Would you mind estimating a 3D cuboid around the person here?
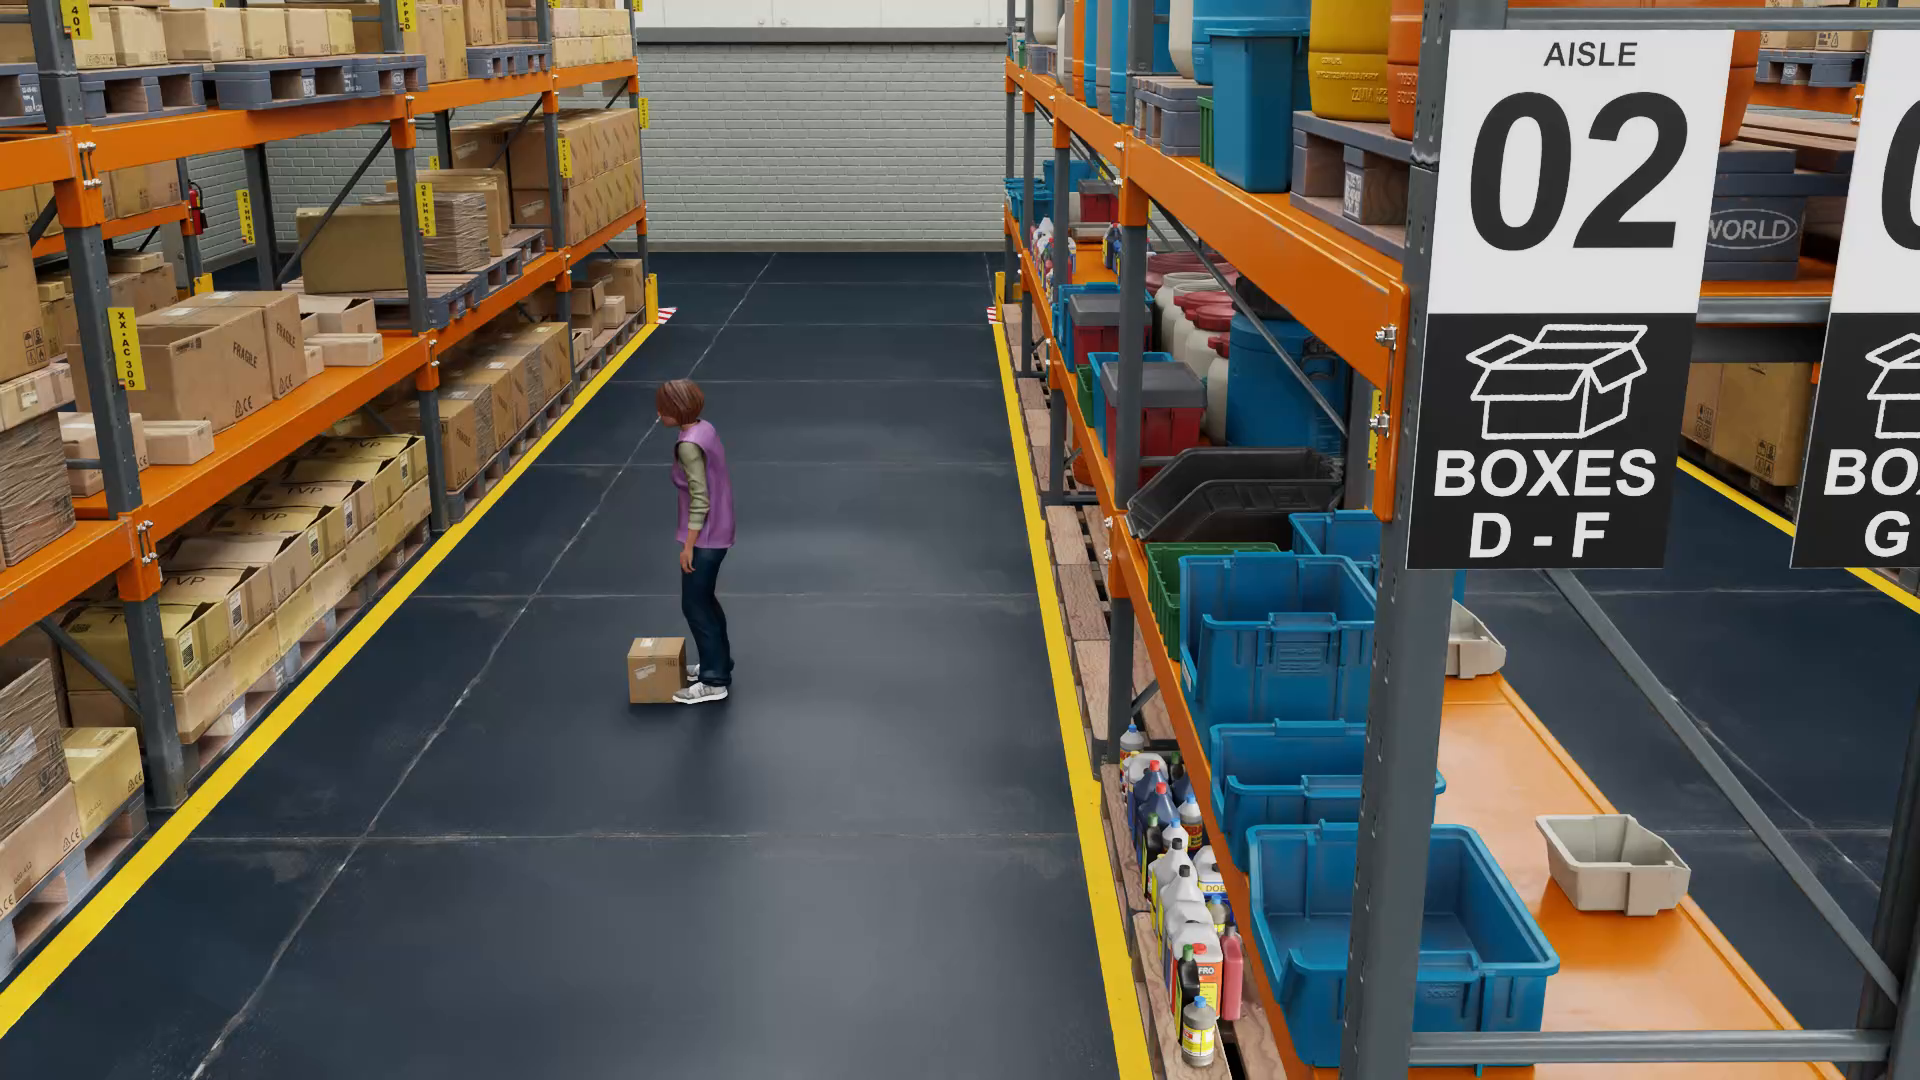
[{"bbox_3d":[-1.261,0.000,8.067,0.347,1.592,0.464,0,17,-1],"label":"person"}]
